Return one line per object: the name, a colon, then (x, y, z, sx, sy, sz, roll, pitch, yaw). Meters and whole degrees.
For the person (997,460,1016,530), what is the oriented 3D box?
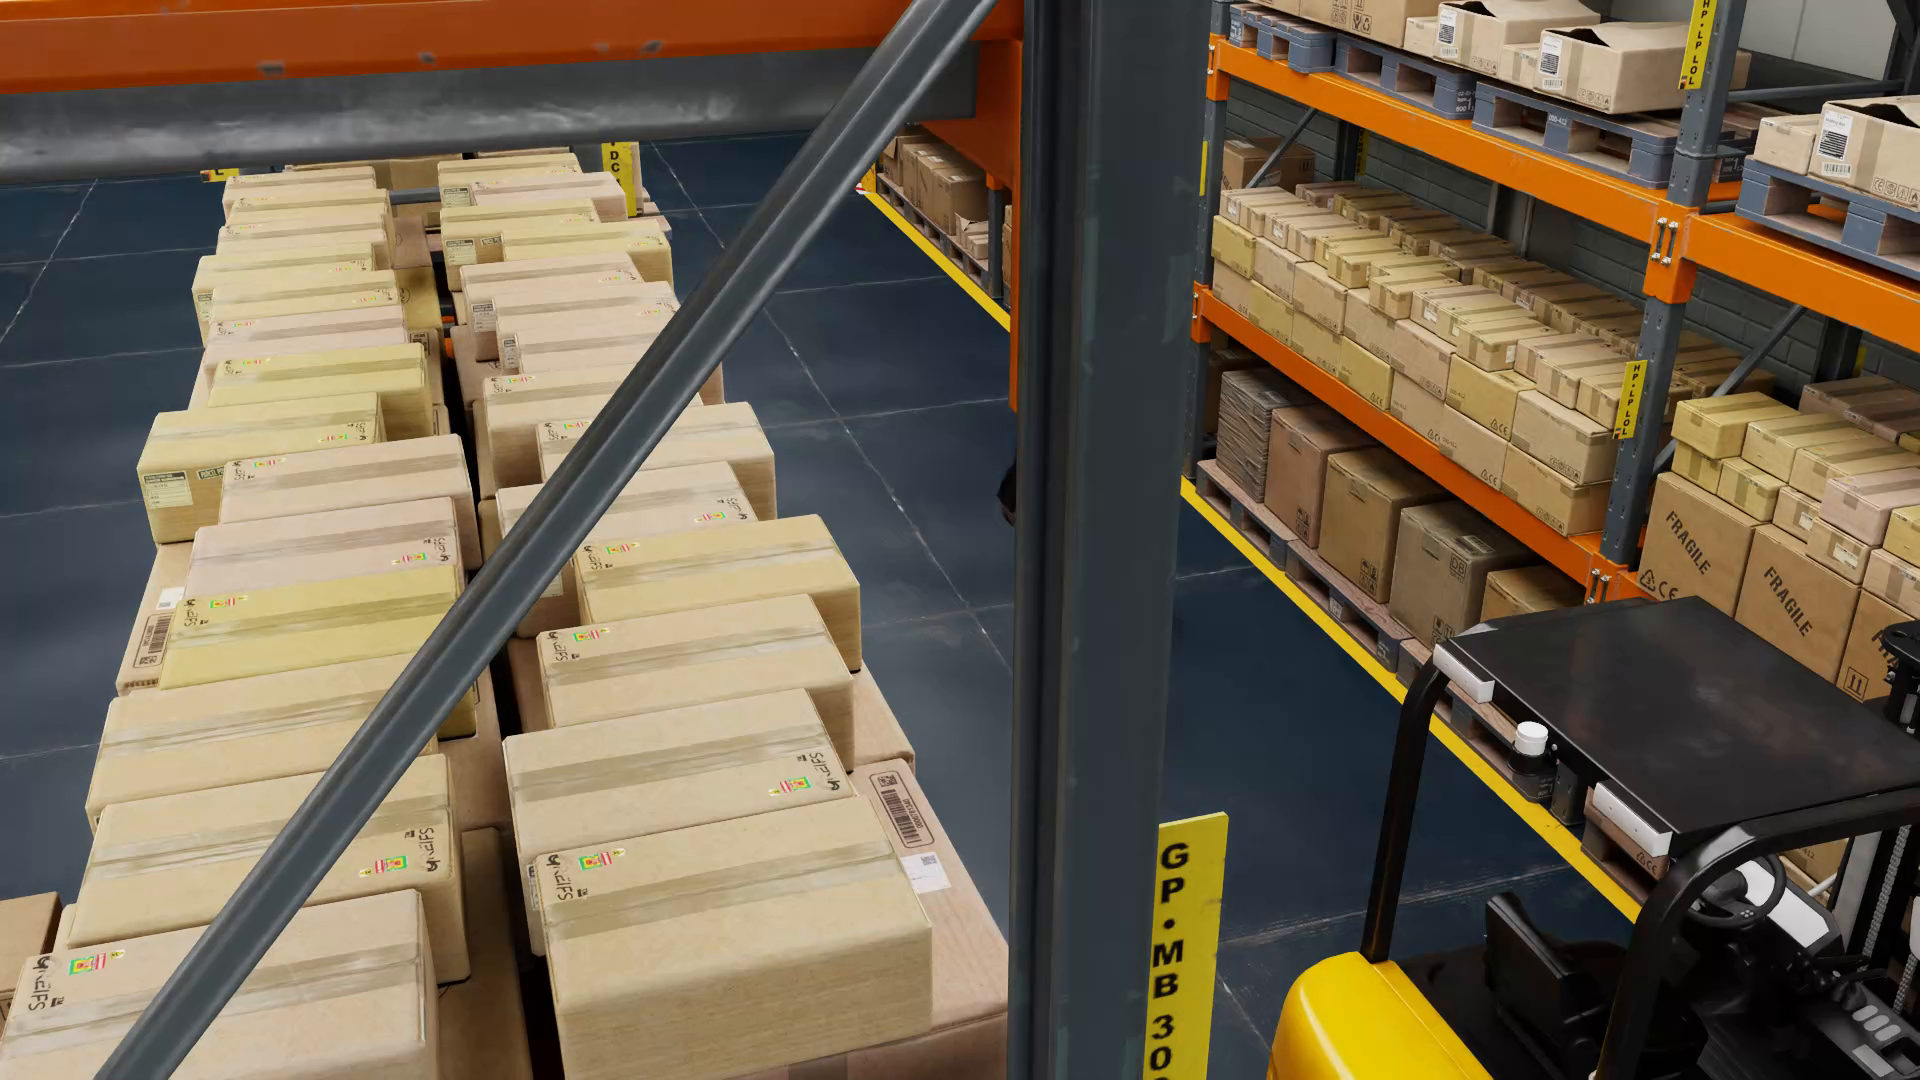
person: (0.568, -0.136, 8.974, 0.740, 1.238, 0.591, -8, 27, -16)
